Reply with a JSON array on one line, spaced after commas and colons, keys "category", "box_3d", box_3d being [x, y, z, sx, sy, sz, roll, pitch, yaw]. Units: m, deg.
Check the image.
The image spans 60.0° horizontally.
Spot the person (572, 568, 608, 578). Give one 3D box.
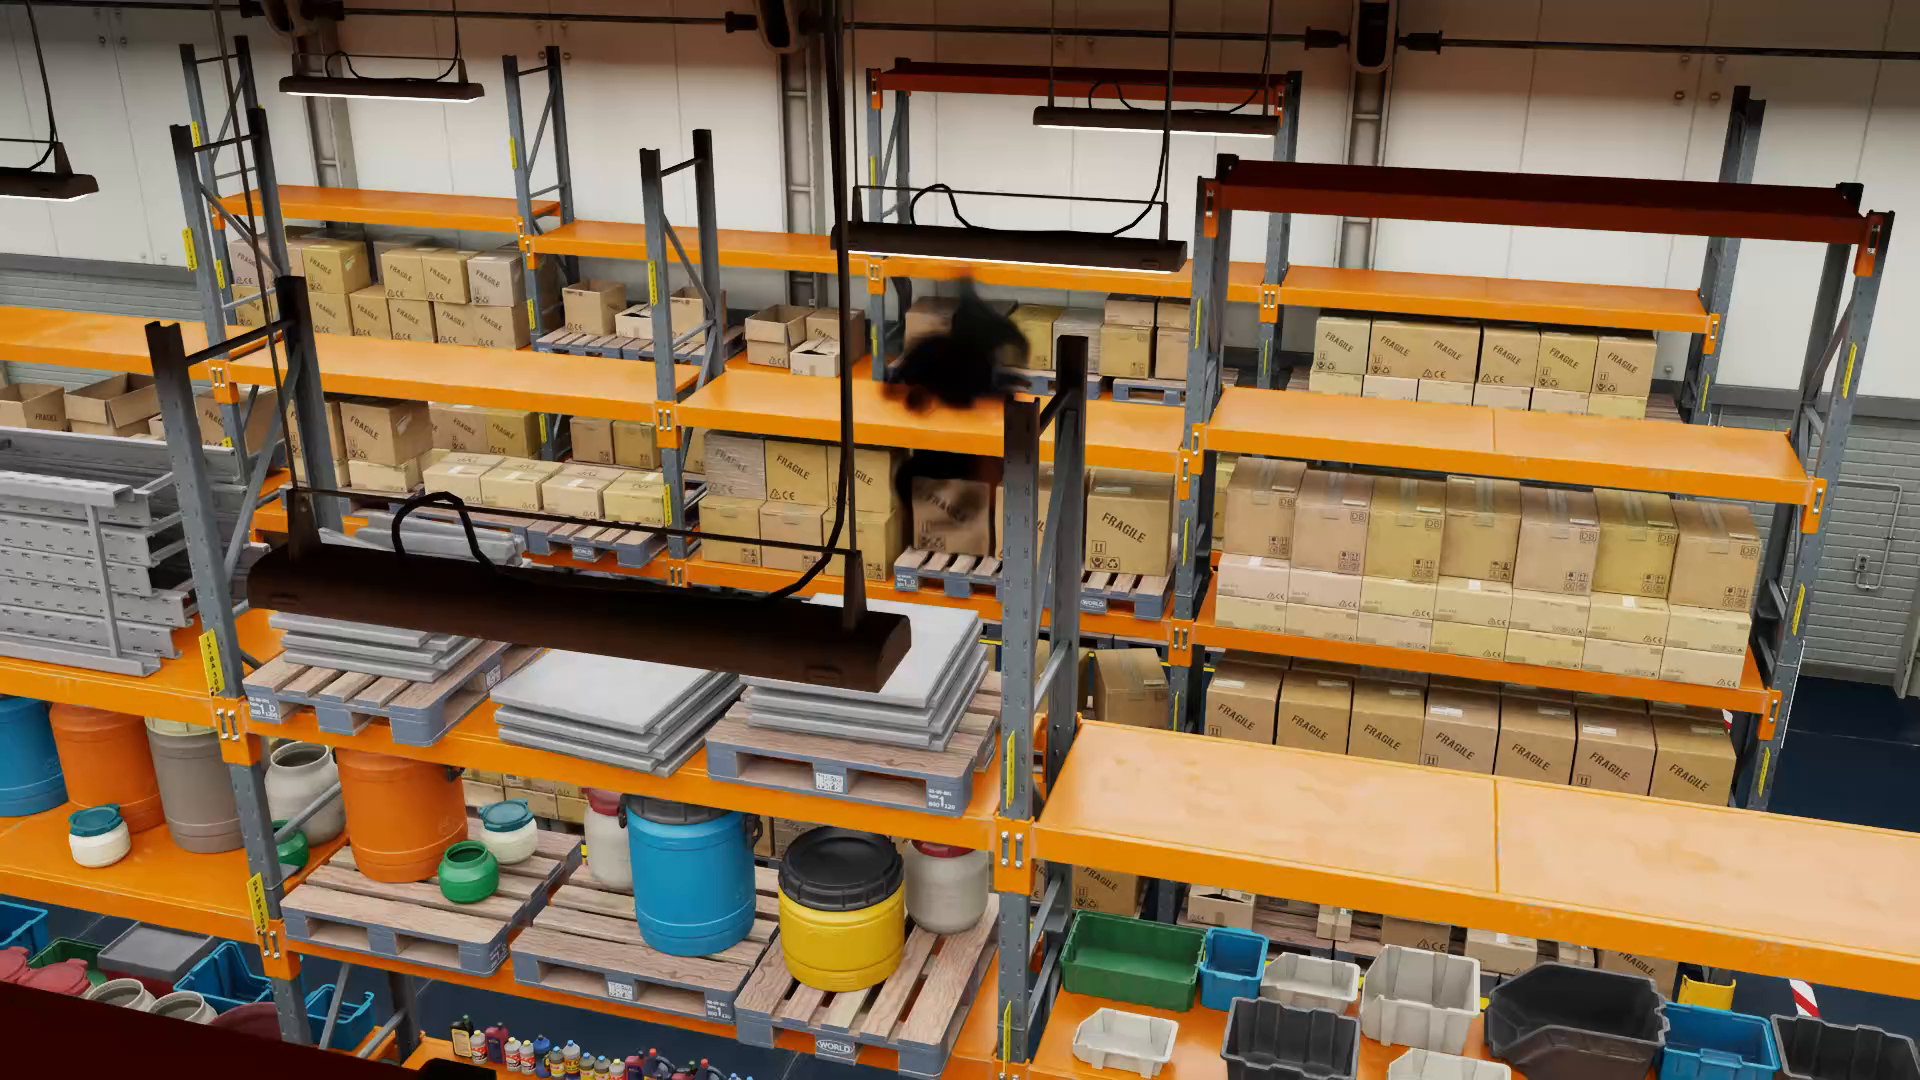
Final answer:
[{"category": "person", "box_3d": [-3.712, 0.844, 16.643, 0.823, 1.613, 0.620, 3, 23, 8]}]
